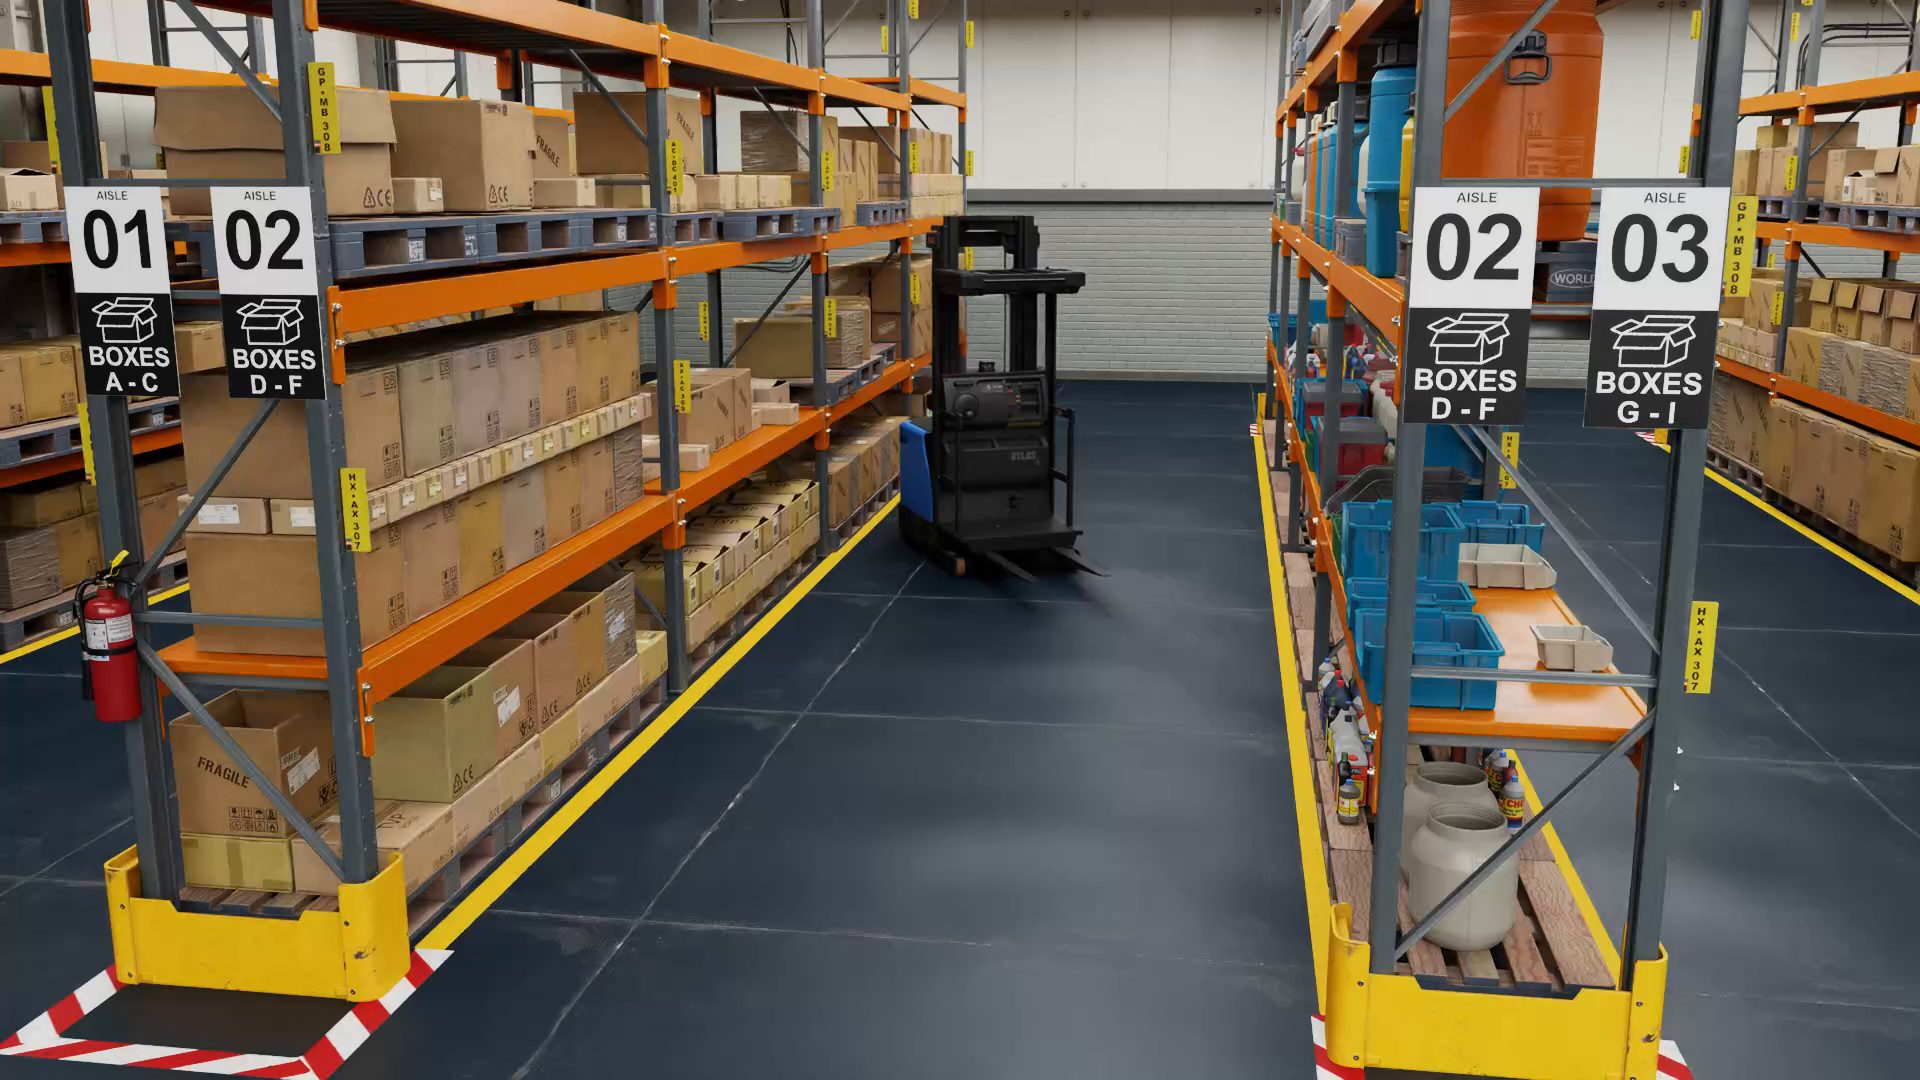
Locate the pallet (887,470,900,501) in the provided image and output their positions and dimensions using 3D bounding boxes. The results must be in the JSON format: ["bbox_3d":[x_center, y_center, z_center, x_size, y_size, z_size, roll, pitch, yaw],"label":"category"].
[{"bbox_3d":[-1.125,-0.637,17.707,1.003,0.211,1.213,2,12,9],"label":"pallet"}]

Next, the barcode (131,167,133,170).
[{"bbox_3d":[-7.186,-3.195,14.411,0.001,0.075,0.075,2,12,9],"label":"barcode"}]

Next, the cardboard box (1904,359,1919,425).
[{"bbox_3d":[7.967,-1.176,13.351,0.500,0.500,0.500,2,12,10],"label":"cardboard box"}]

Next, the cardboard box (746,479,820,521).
[{"bbox_3d":[-1.489,-0.357,13.984,0.500,0.311,0.500,2,12,10],"label":"cardboard box"}]

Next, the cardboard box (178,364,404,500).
[{"bbox_3d":[-2.790,-0.464,6.967,0.700,0.500,0.500,2,12,9],"label":"cardboard box"}]

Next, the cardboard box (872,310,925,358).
[{"bbox_3d":[-0.689,-2.317,18.646,0.500,0.500,0.500,2,12,10],"label":"cardboard box"}]

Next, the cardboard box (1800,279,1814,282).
[{"bbox_3d":[9.161,-2.482,17.516,0.500,0.500,0.500,2,12,9],"label":"cardboard box"}]

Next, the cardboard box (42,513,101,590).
[{"bbox_3d":[-7.036,0.078,12.656,0.700,0.500,0.500,2,12,8],"label":"cardboard box"}]

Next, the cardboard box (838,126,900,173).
[{"bbox_3d":[-1.000,-4.278,18.248,0.700,0.500,0.500,2,12,9],"label":"cardboard box"}]

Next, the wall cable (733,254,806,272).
[{"bbox_3d":[-4.094,-5.744,27.914,3.097,2.526,0.112,2,12,9],"label":"wall cable"}]

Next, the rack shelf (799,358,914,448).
[{"bbox_3d":[-1.345,-1.403,16.349,1.077,0.370,4.000,2,12,9],"label":"rack shelf"}]

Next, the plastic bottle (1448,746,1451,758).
[{"bbox_3d":[2.628,1.021,8.797,0.061,0.283,0.133,2,12,9],"label":"plastic bottle"}]

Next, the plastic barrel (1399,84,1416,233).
[{"bbox_3d":[2.061,-1.517,6.605,0.600,0.588,0.600,0,12,0],"label":"plastic barrel"}]

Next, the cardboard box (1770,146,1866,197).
[{"bbox_3d":[8.812,-3.784,17.095,0.700,0.500,0.500,1,12,5],"label":"cardboard box"}]

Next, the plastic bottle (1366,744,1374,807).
[{"bbox_3d":[2.032,1.156,8.169,0.061,0.283,0.133,2,12,9],"label":"plastic bottle"}]

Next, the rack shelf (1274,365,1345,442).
[{"bbox_3d":[3.549,-1.242,15.600,1.077,0.370,4.000,2,12,9],"label":"rack shelf"}]

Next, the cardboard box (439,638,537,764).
[{"bbox_3d":[-2.441,0.786,8.233,0.500,0.500,0.500,2,12,9],"label":"cardboard box"}]

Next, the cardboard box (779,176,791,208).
[{"bbox_3d":[-1.666,-2.841,13.550,0.500,0.250,0.500,1,12,4],"label":"cardboard box"}]

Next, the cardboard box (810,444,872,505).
[{"bbox_3d":[-1.143,-0.631,15.945,0.500,0.500,0.500,2,12,8],"label":"cardboard box"}]

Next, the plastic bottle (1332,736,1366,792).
[{"bbox_3d":[1.948,1.127,8.319,0.152,0.276,0.135,2,12,7],"label":"plastic bottle"}]

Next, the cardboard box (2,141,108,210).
[{"bbox_3d":[-6.810,-2.754,12.555,0.500,0.500,0.500,1,12,7],"label":"cardboard box"}]

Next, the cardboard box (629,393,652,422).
[{"bbox_3d":[-2.098,-0.808,10.104,0.380,0.149,0.250,2,12,9],"label":"cardboard box"}]

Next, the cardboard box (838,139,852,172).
[{"bbox_3d":[-1.390,-3.560,16.059,0.600,0.600,0.600,1,12,6],"label":"cardboard box"}]

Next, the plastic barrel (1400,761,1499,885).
[{"bbox_3d":[2.114,1.255,7.214,0.421,0.512,0.421,0,12,0],"label":"plastic barrel"}]

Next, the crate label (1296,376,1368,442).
[{"bbox_3d":[2.822,-0.997,12.670,0.502,0.435,0.616,2,12,9],"label":"crate label"}]

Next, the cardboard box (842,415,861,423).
[{"bbox_3d":[-1.352,-1.072,17.991,0.500,0.500,0.500,1,12,6],"label":"cardboard box"}]

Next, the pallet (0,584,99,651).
[{"bbox_3d":[-7.044,0.535,12.264,1.003,0.211,1.213,2,12,9],"label":"pallet"}]

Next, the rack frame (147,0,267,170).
[{"bbox_3d":[-6.548,-4.431,14.450,1.000,3.000,0.127,2,12,9],"label":"rack frame"}]

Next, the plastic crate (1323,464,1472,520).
[{"bbox_3d":[2.420,-0.209,9.249,0.767,0.338,0.504,2,12,9],"label":"plastic crate"}]

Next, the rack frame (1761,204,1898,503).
[{"bbox_3d":[8.751,-1.849,16.712,1.000,3.000,0.127,2,12,9],"label":"rack frame"}]

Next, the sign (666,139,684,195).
[{"bbox_3d":[-1.719,-2.246,10.017,0.100,0.325,0.005,2,12,9],"label":"sign"}]

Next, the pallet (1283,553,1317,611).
[{"bbox_3d":[3.084,0.346,13.144,1.003,0.211,1.213,2,12,9],"label":"pallet"}]

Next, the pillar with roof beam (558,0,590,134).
[{"bbox_3d":[-1.503,-6.547,24.268,9.100,9.000,0.400,2,12,9],"label":"pillar with roof beam"}]

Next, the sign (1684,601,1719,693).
[{"bbox_3d":[2.554,0.371,5.749,0.100,0.325,0.005,2,12,9],"label":"sign"}]

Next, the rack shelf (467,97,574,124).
[{"bbox_3d":[-5.625,-5.133,20.364,1.077,0.370,4.000,2,12,9],"label":"rack shelf"}]

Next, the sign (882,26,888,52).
[{"bbox_3d":[-0.958,-6.449,21.411,0.100,0.325,0.005,2,12,9],"label":"sign"}]

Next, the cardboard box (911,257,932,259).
[{"bbox_3d":[-0.371,-3.227,20.492,0.500,0.500,0.500,2,12,10],"label":"cardboard box"}]

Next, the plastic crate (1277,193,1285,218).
[{"bbox_3d":[3.826,-3.800,18.922,0.437,0.282,0.530,2,12,9],"label":"plastic crate"}]

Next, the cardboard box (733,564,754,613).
[{"bbox_3d":[-1.804,0.343,12.069,0.500,0.250,0.500,1,12,7],"label":"cardboard box"}]

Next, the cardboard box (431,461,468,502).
[{"bbox_3d":[-2.491,-0.273,7.621,0.380,0.149,0.250,2,12,8],"label":"cardboard box"}]

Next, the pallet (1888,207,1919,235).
[{"bbox_3d":[8.182,-2.527,13.182,1.213,0.211,1.003,2,12,11],"label":"pallet"}]

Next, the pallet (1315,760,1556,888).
[{"bbox_3d":[2.297,1.412,8.198,1.003,0.211,1.213,2,12,9],"label":"pallet"}]

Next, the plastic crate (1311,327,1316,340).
[{"bbox_3d":[4.467,-2.508,20.249,0.396,0.136,0.243,2,12,9],"label":"plastic crate"}]

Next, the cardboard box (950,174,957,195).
[{"bbox_3d":[-0.325,-4.422,20.698,0.500,0.250,0.500,2,12,9],"label":"cardboard box"}]

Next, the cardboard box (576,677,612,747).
[{"bbox_3d":[-2.272,0.945,9.275,0.500,0.250,0.500,2,12,9],"label":"cardboard box"}]

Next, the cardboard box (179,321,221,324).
[{"bbox_3d":[-6.606,-1.939,14.306,0.380,0.149,0.250,0,12,-1],"label":"cardboard box"}]

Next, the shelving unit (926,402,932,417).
[{"bbox_3d":[-0.140,-0.741,15.839,0.258,1.200,0.503,3,12,13],"label":"shelving unit"}]

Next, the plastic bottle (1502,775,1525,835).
[{"bbox_3d":[2.598,1.239,7.811,0.097,0.271,0.097,0,12,0],"label":"plastic bottle"}]

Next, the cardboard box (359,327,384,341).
[{"bbox_3d":[-6.053,-2.007,16.453,0.500,0.500,0.500,2,12,8],"label":"cardboard box"}]

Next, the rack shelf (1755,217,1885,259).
[{"bbox_3d":[9.058,-3.380,18.403,1.077,0.370,4.000,2,12,9],"label":"rack shelf"}]

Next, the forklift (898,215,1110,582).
[{"bbox_3d":[0.374,-1.222,13.965,1.130,2.935,3.031,-4,13,-18],"label":"forklift"}]

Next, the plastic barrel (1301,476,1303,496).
[{"bbox_3d":[3.472,-0.624,15.935,0.421,0.512,0.421,0,12,0],"label":"plastic barrel"}]

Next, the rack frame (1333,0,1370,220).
[{"bbox_3d":[2.626,-3.277,9.097,1.000,3.000,0.127,2,12,9],"label":"rack frame"}]

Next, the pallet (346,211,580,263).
[{"bbox_3d":[-2.563,-1.497,8.168,1.003,0.211,1.213,2,12,9],"label":"pallet"}]

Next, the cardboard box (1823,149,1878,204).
[{"bbox_3d":[8.672,-3.449,15.779,0.700,0.500,0.500,2,12,10],"label":"cardboard box"}]

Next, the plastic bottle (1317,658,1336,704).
[{"bbox_3d":[2.144,0.826,9.728,0.097,0.271,0.097,0,12,0],"label":"plastic bottle"}]

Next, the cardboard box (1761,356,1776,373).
[{"bbox_3d":[8.474,-1.801,17.082,0.380,0.149,0.250,2,12,9],"label":"cardboard box"}]
